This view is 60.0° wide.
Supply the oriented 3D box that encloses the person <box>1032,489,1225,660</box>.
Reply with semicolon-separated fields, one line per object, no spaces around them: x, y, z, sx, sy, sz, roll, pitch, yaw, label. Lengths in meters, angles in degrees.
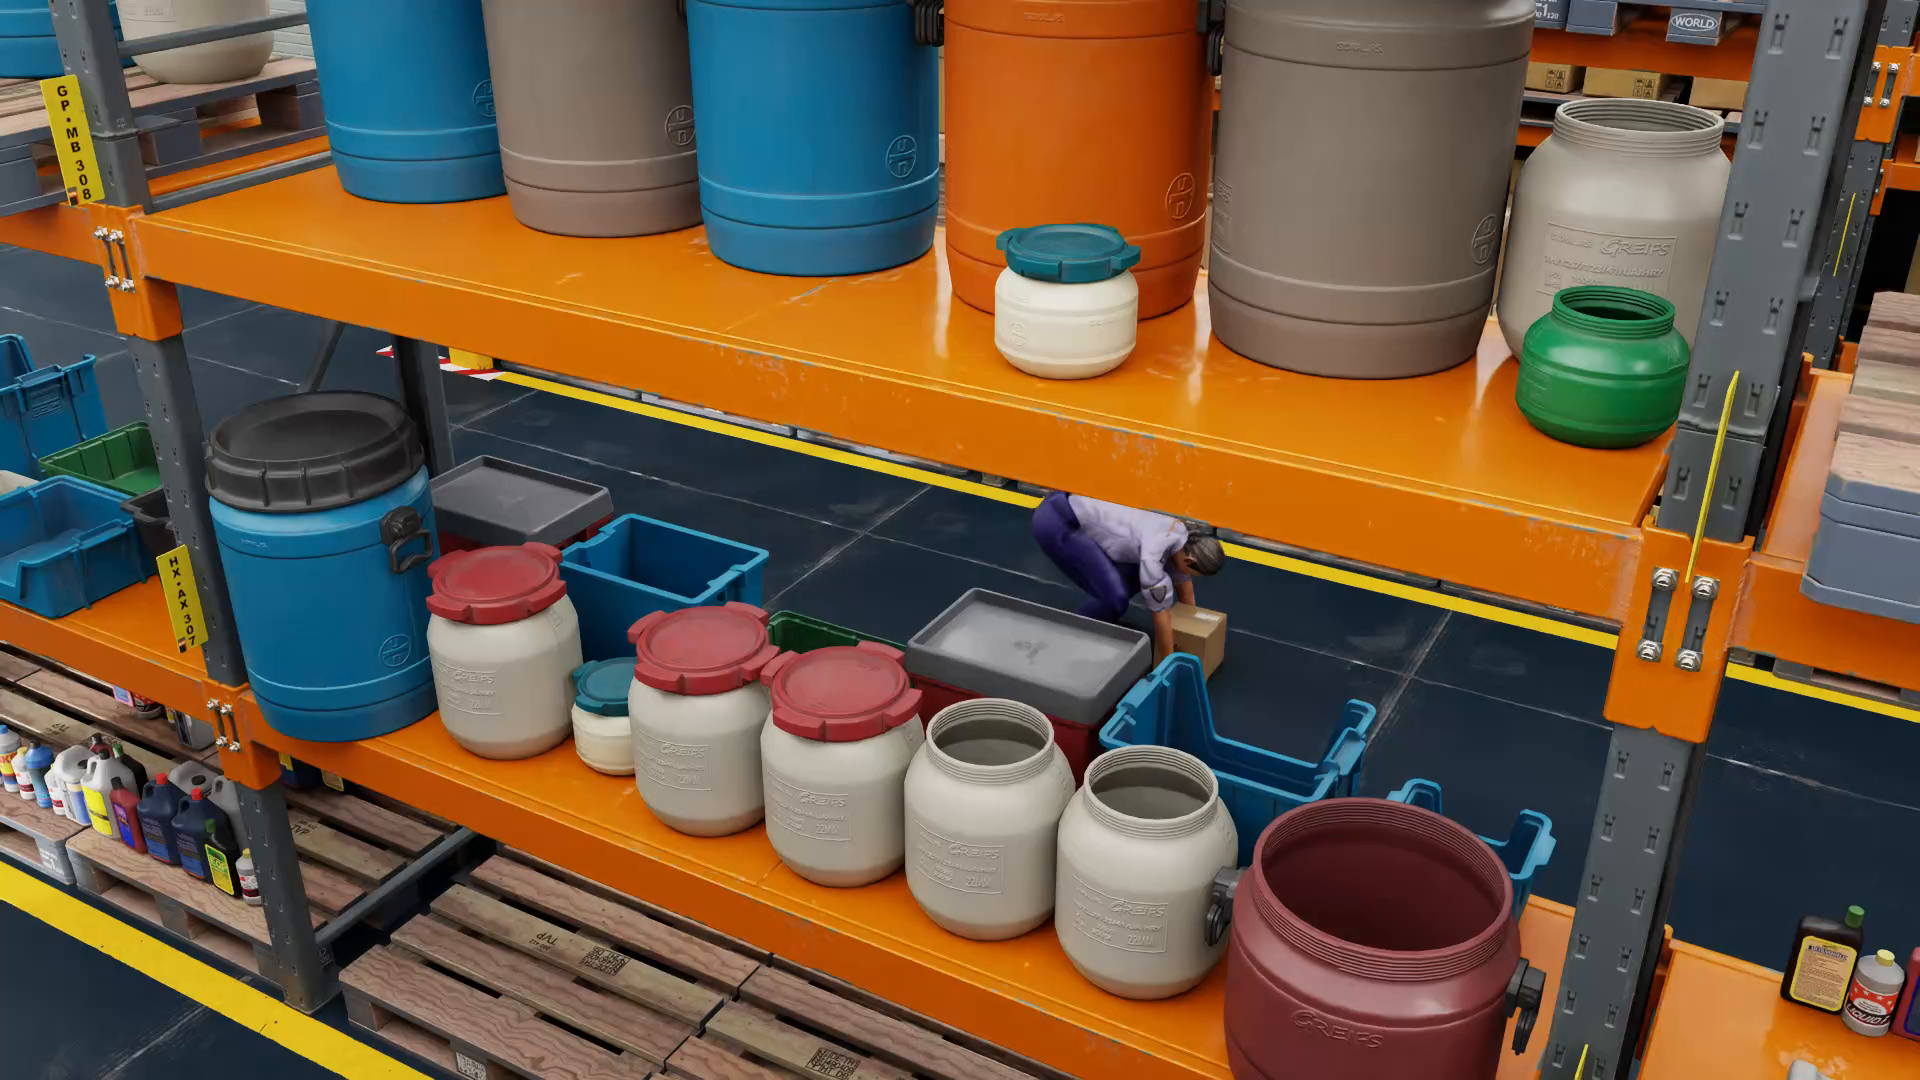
0.785;0.161;7.714;0.899;0.840;0.522;13;29;24;person
